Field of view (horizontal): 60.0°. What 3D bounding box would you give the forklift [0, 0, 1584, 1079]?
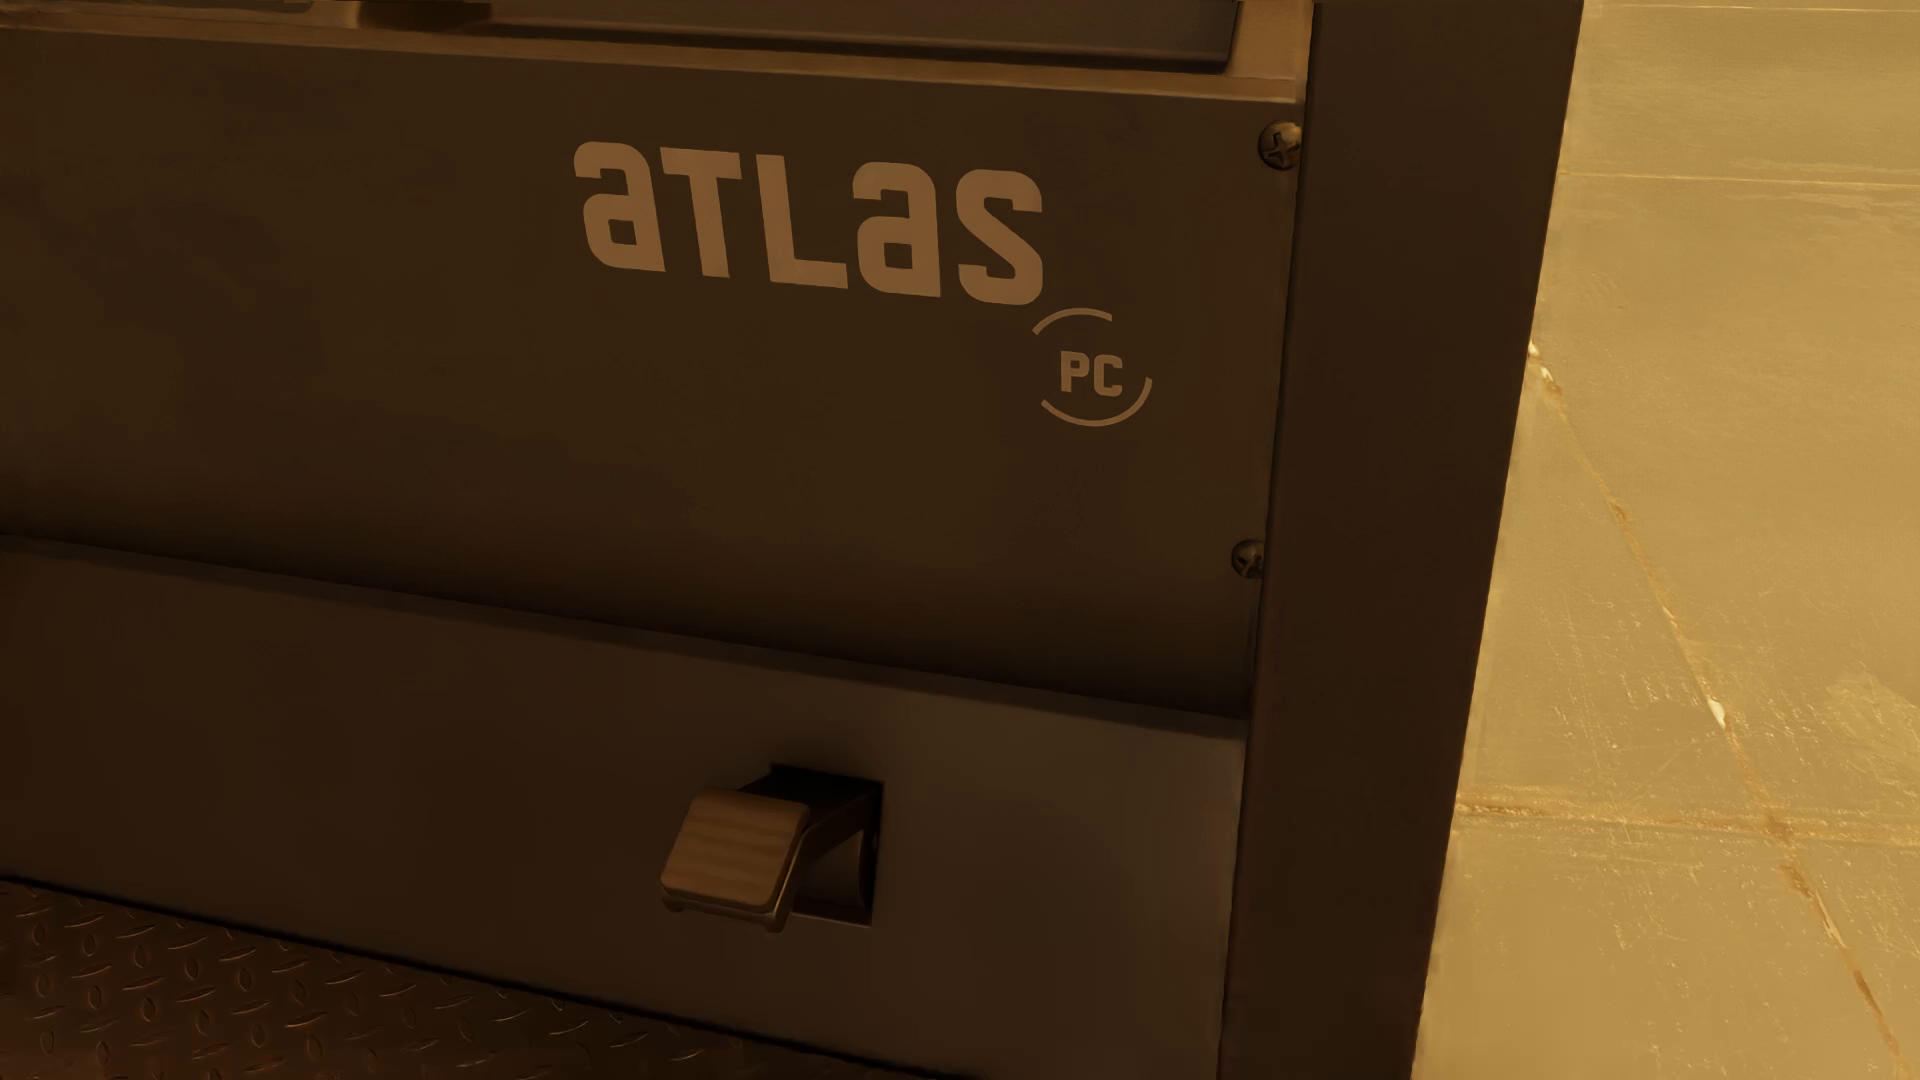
[{"bbox_3d":[-0.329,-0.604,0.427,1.130,2.935,3.031,7,27,14],"label":"forklift"}]
